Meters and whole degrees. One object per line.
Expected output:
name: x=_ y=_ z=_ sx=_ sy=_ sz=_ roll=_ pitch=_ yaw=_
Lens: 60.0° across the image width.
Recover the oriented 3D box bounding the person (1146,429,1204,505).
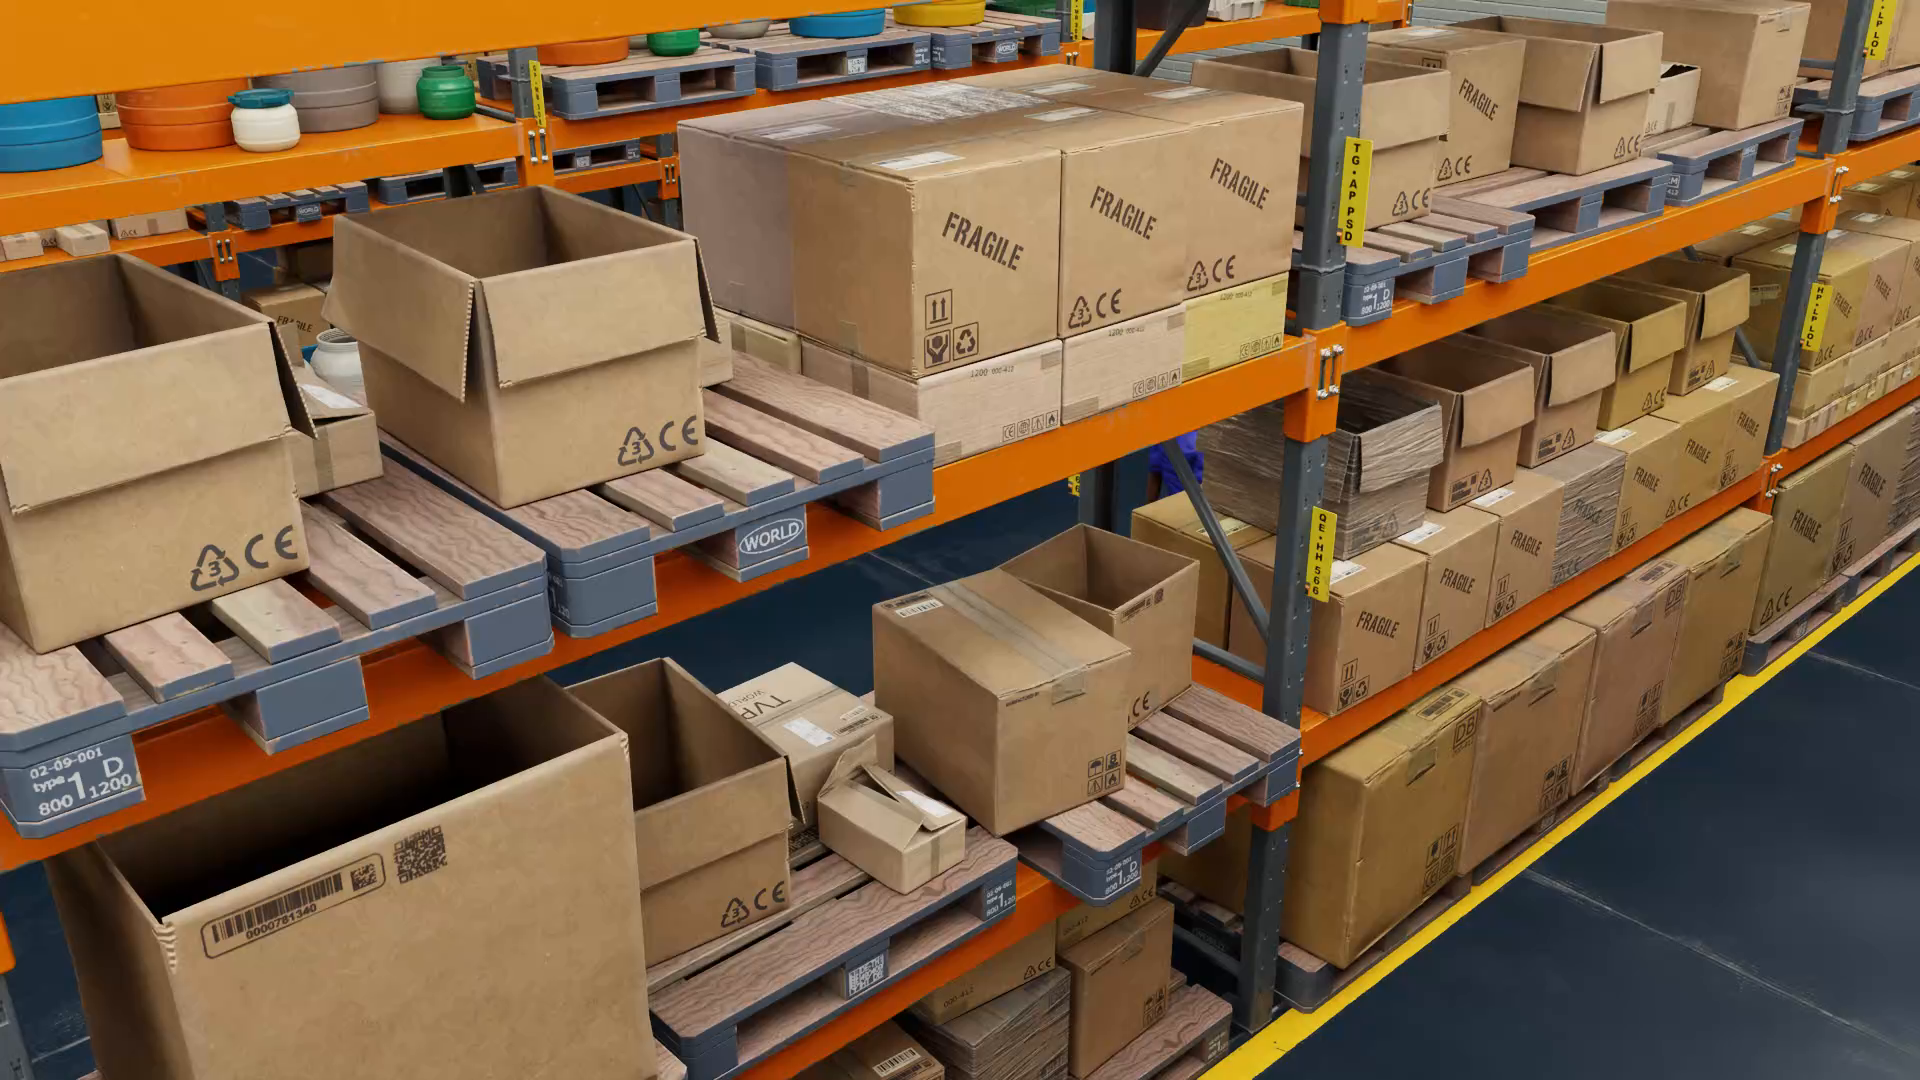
person: x=1.243 y=-0.065 z=8.752 sx=0.480 sy=1.675 sz=0.492 roll=-17 pitch=29 yaw=-33
